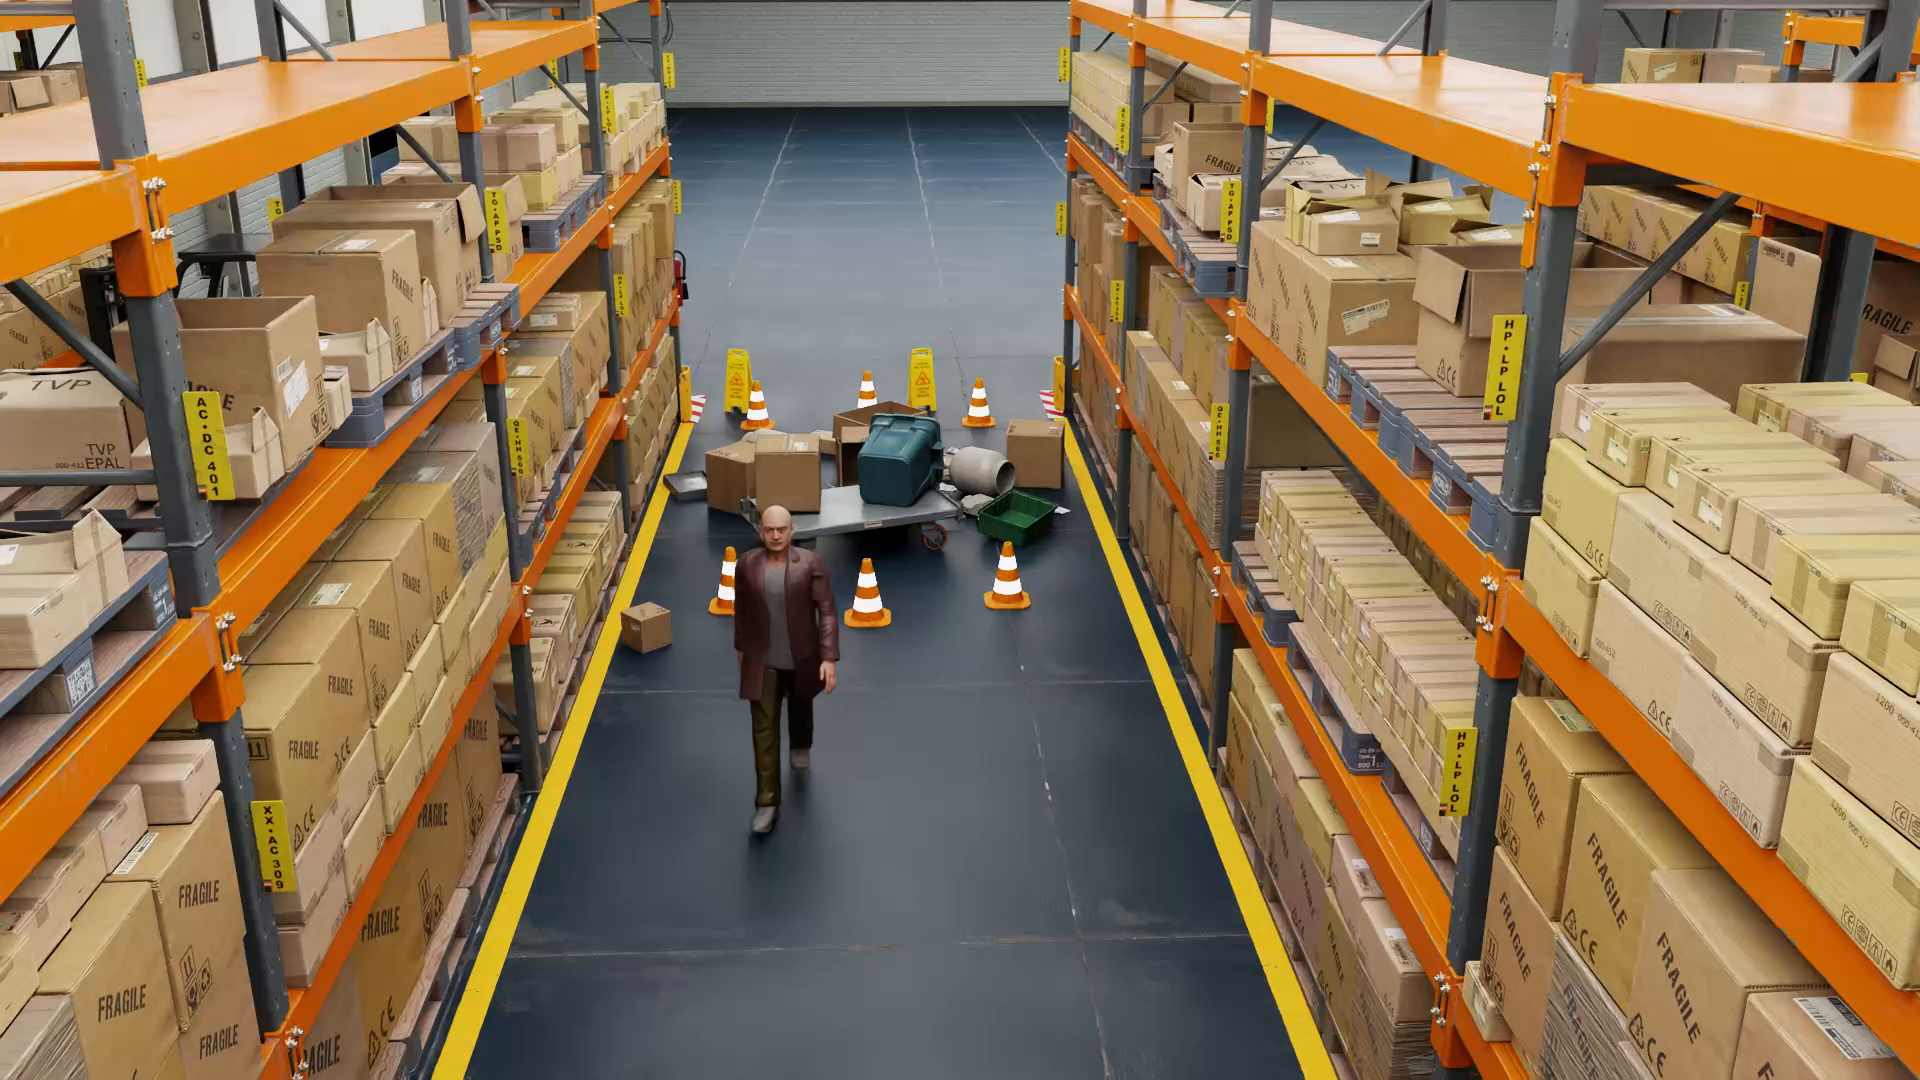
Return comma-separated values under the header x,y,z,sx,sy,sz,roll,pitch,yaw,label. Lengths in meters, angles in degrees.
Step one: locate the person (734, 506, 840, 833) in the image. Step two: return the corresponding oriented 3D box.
x,y,z,sx,sy,sz,roll,pitch,yaw,label
-0.973,0.657,9.295,0.617,1.726,1.124,-1,20,-2,person
